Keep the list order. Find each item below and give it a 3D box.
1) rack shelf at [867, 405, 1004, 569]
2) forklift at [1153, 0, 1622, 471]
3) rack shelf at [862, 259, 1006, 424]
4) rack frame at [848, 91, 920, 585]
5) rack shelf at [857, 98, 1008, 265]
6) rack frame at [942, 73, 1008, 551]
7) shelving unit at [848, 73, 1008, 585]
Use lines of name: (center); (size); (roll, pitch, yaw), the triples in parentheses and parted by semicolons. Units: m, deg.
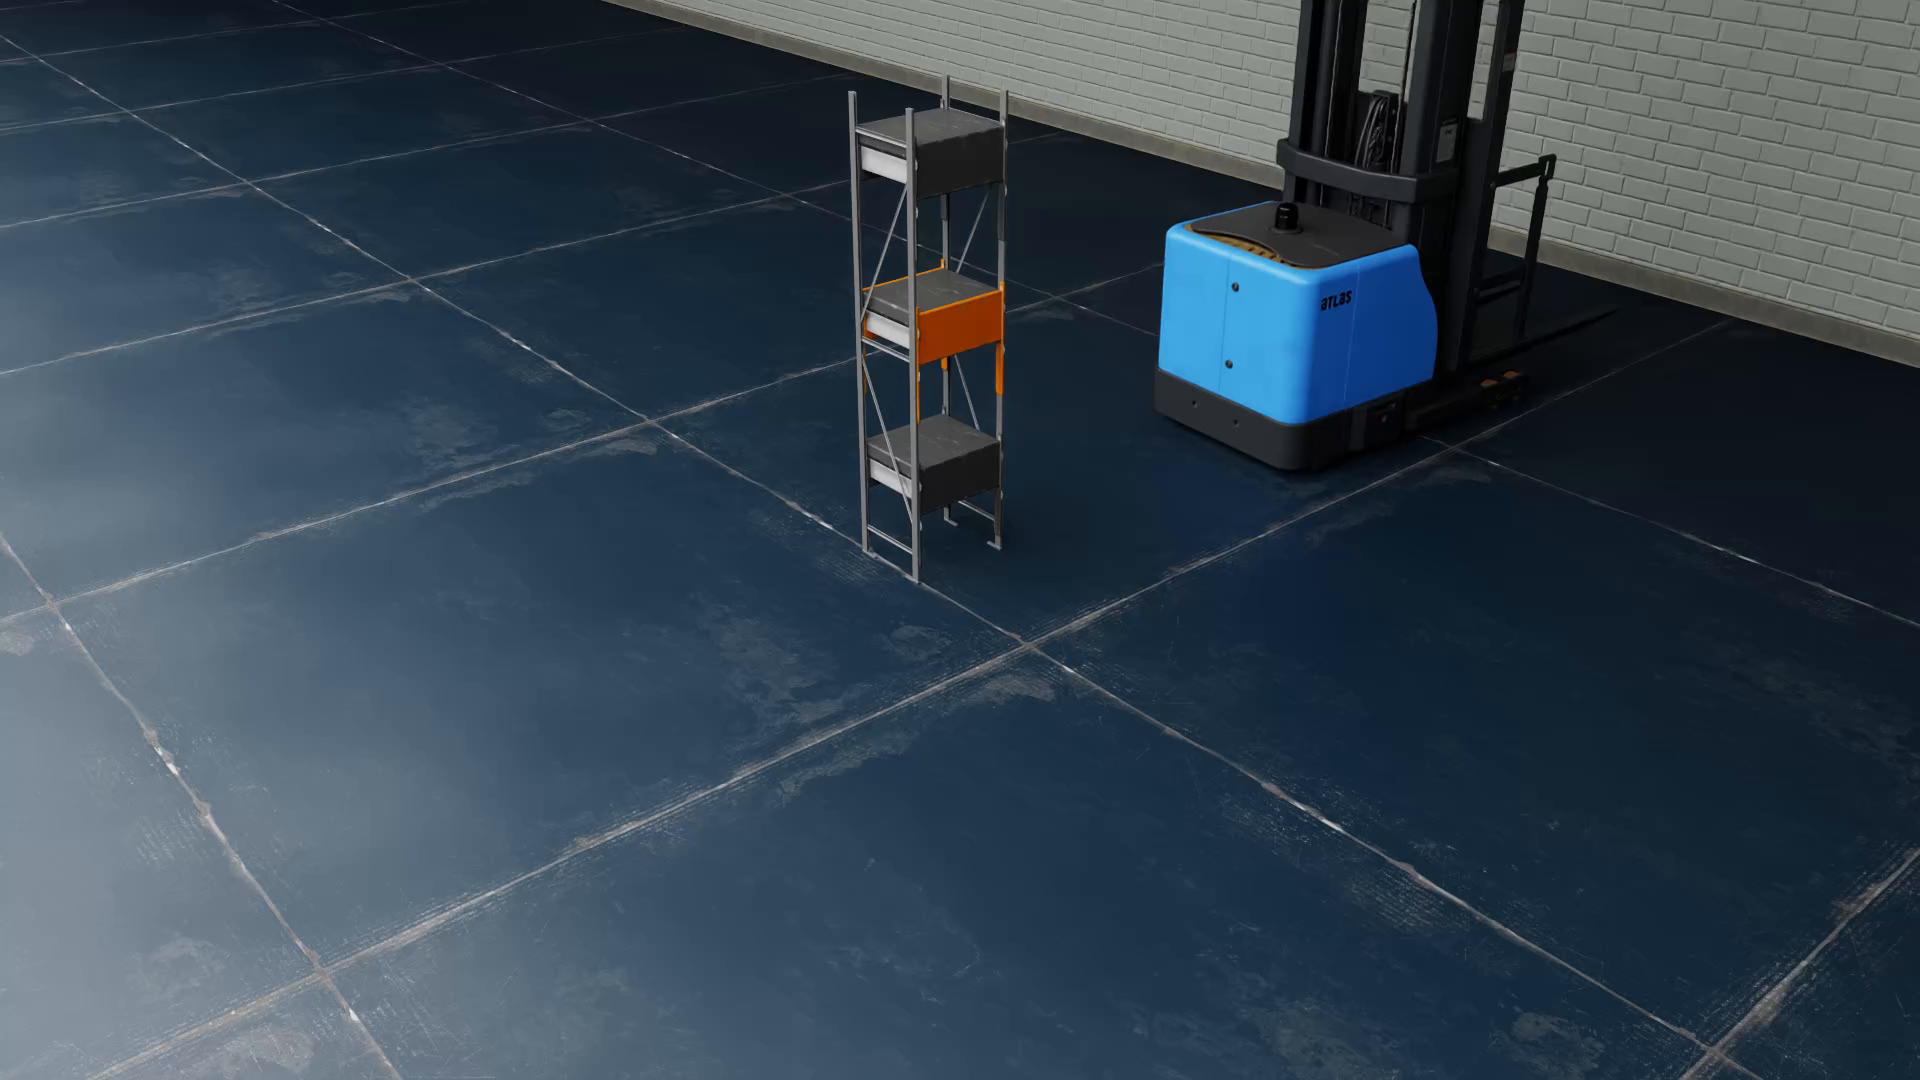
rack shelf: (-0.126, -0.246, 7.497); (0.480, 0.518, 0.431); (-22, 35, -35)
forklift: (2.520, -2.181, 8.722); (3.031, 2.935, 1.130); (-19, 34, -32)
rack shelf: (-0.126, -0.863, 7.167); (0.480, 0.518, 0.431); (-22, 35, -35)
rack frame: (-0.312, -0.801, 7.021); (0.015, 2.100, 0.400); (-22, 35, -35)
rack shelf: (-0.126, -1.481, 6.837); (0.480, 0.518, 0.431); (-22, 35, -35)
rack frame: (0.060, -0.950, 7.300); (0.015, 2.100, 0.400); (-22, 35, -35)
shelving unit: (-0.126, -0.875, 7.160); (0.503, 2.100, 0.431); (-22, 35, -35)
